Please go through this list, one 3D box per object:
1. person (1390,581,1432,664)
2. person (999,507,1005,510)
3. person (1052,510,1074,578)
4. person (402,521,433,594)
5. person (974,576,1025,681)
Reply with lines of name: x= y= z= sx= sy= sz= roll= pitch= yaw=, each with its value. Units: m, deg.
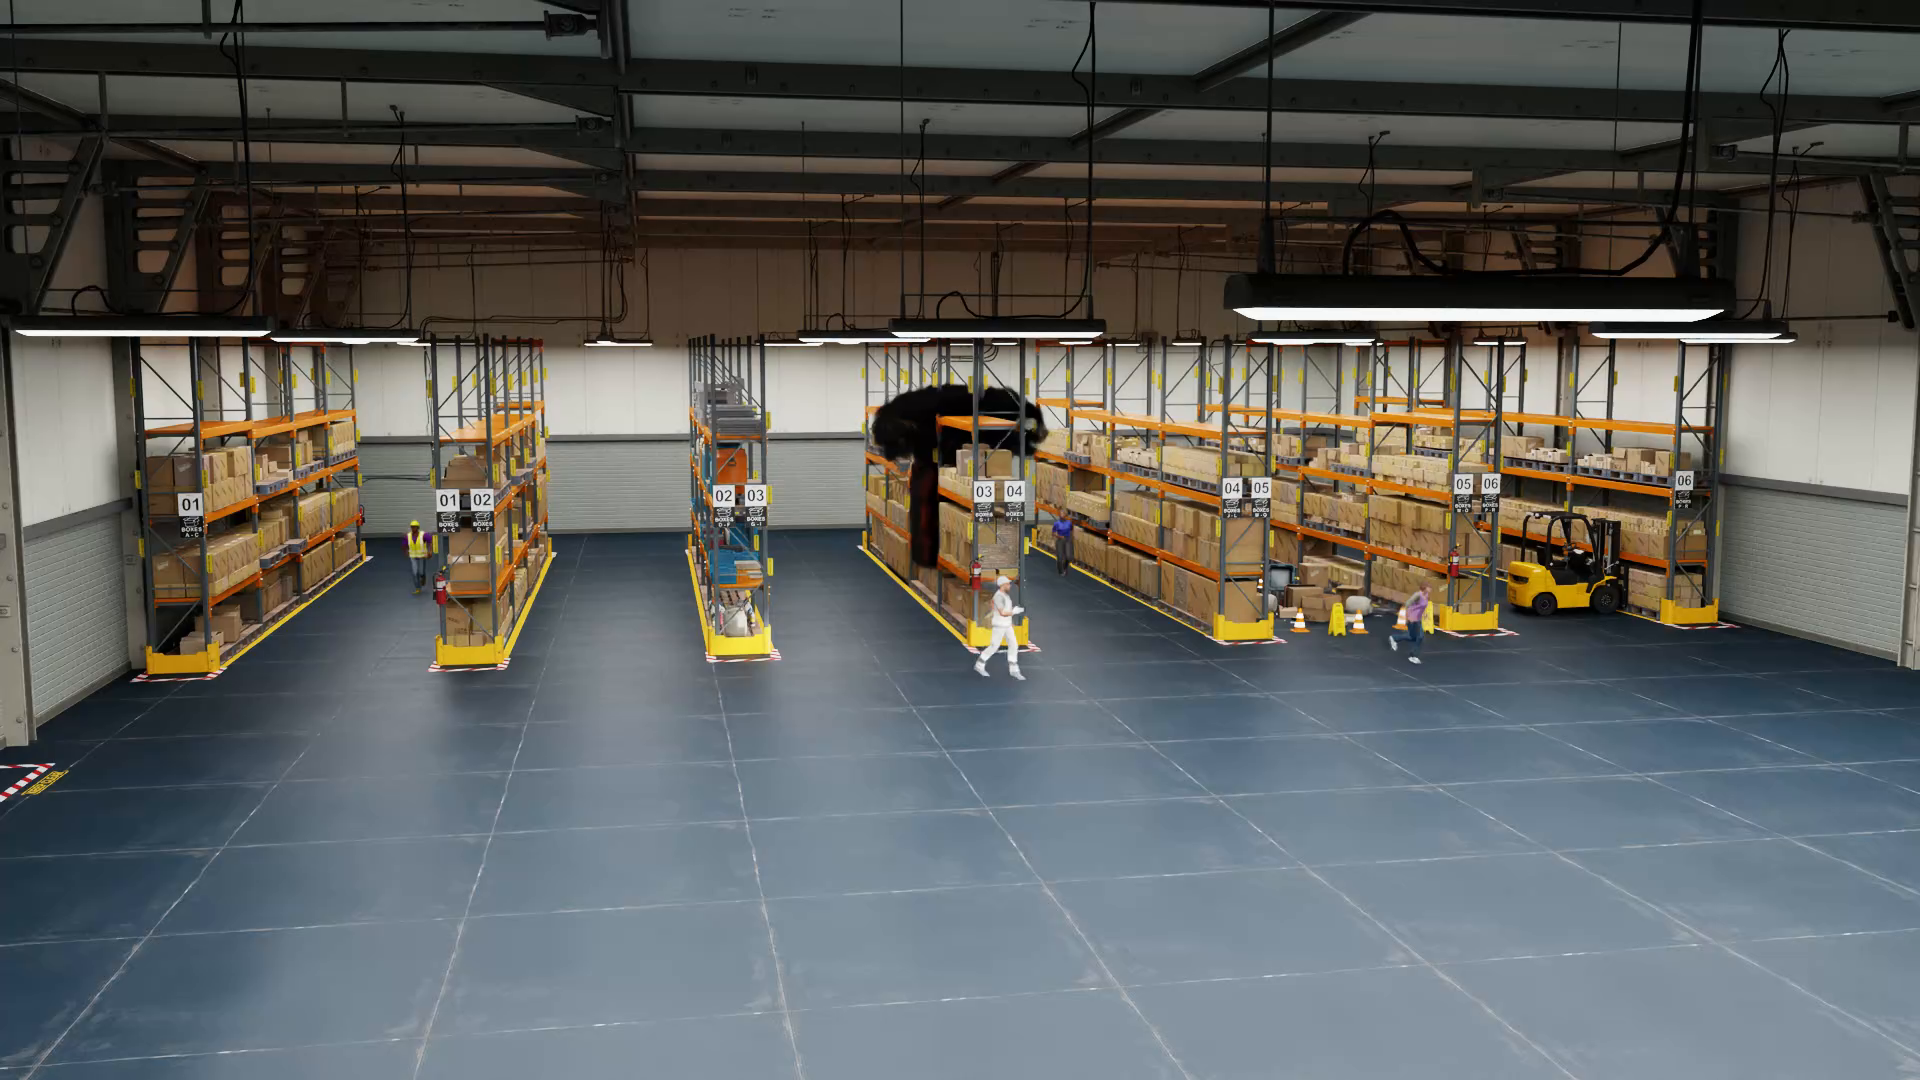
person: x=8.293 y=1.489 z=30.592 sx=0.769 sy=1.542 sz=0.536 roll=5 pitch=8 yaw=38
person: x=0.932 y=-0.656 z=48.278 sx=0.705 sy=1.711 sz=0.664 roll=3 pitch=7 yaw=24
person: x=2.472 y=0.112 z=39.498 sx=0.562 sy=1.630 sz=0.562 roll=-1 pitch=7 yaw=-9
person: x=-12.720 y=0.405 z=39.028 sx=0.713 sy=1.730 sz=0.661 roll=-1 pitch=7 yaw=-5
person: x=0.690 y=1.520 z=28.785 sx=0.905 sy=1.825 sz=0.652 roll=2 pitch=7 yaw=18
